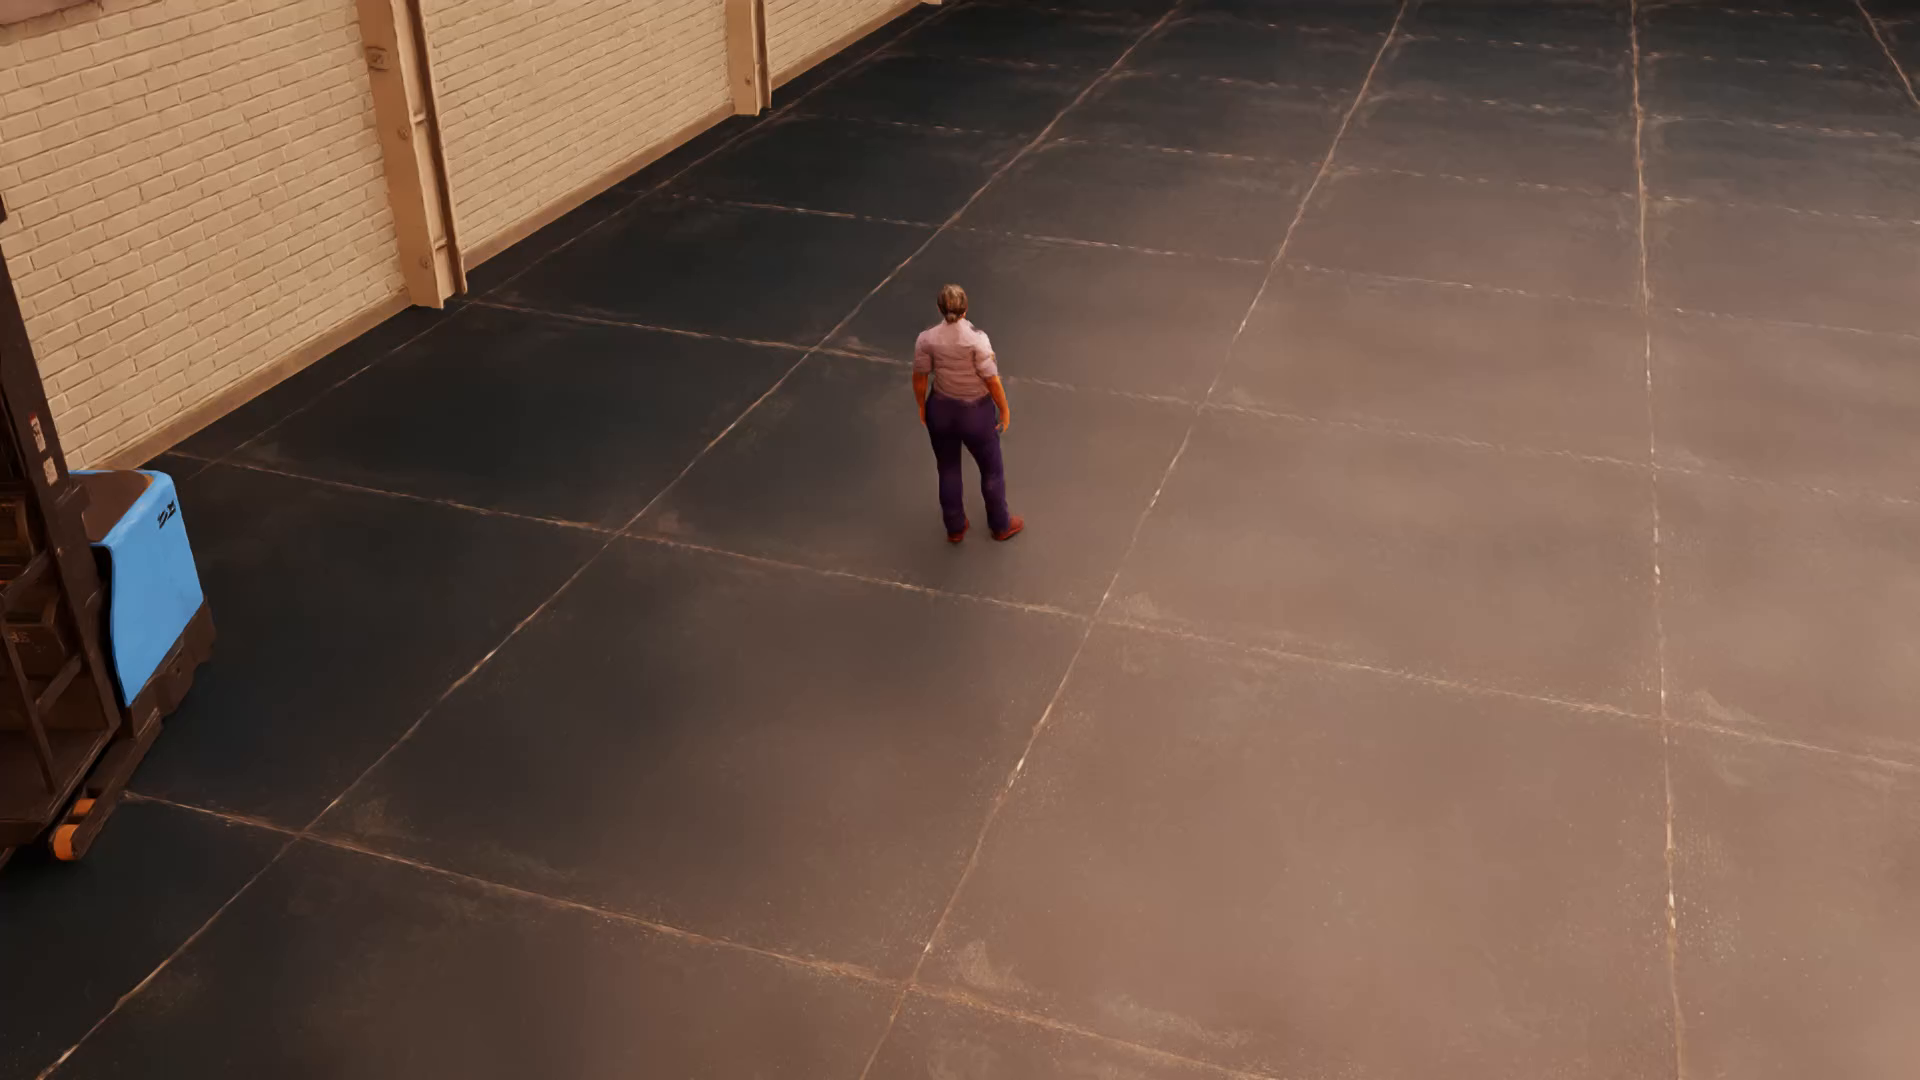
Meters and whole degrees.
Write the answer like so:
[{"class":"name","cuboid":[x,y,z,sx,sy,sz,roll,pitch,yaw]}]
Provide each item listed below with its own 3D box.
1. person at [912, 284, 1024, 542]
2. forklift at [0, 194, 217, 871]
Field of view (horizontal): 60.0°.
[{"class":"person","cuboid":[0.051,-0.761,9.752,0.599,1.650,0.502,10,31,16]},{"class":"forklift","cuboid":[-4.529,0.030,7.084,1.130,2.935,3.031,-1,30,-1]}]
